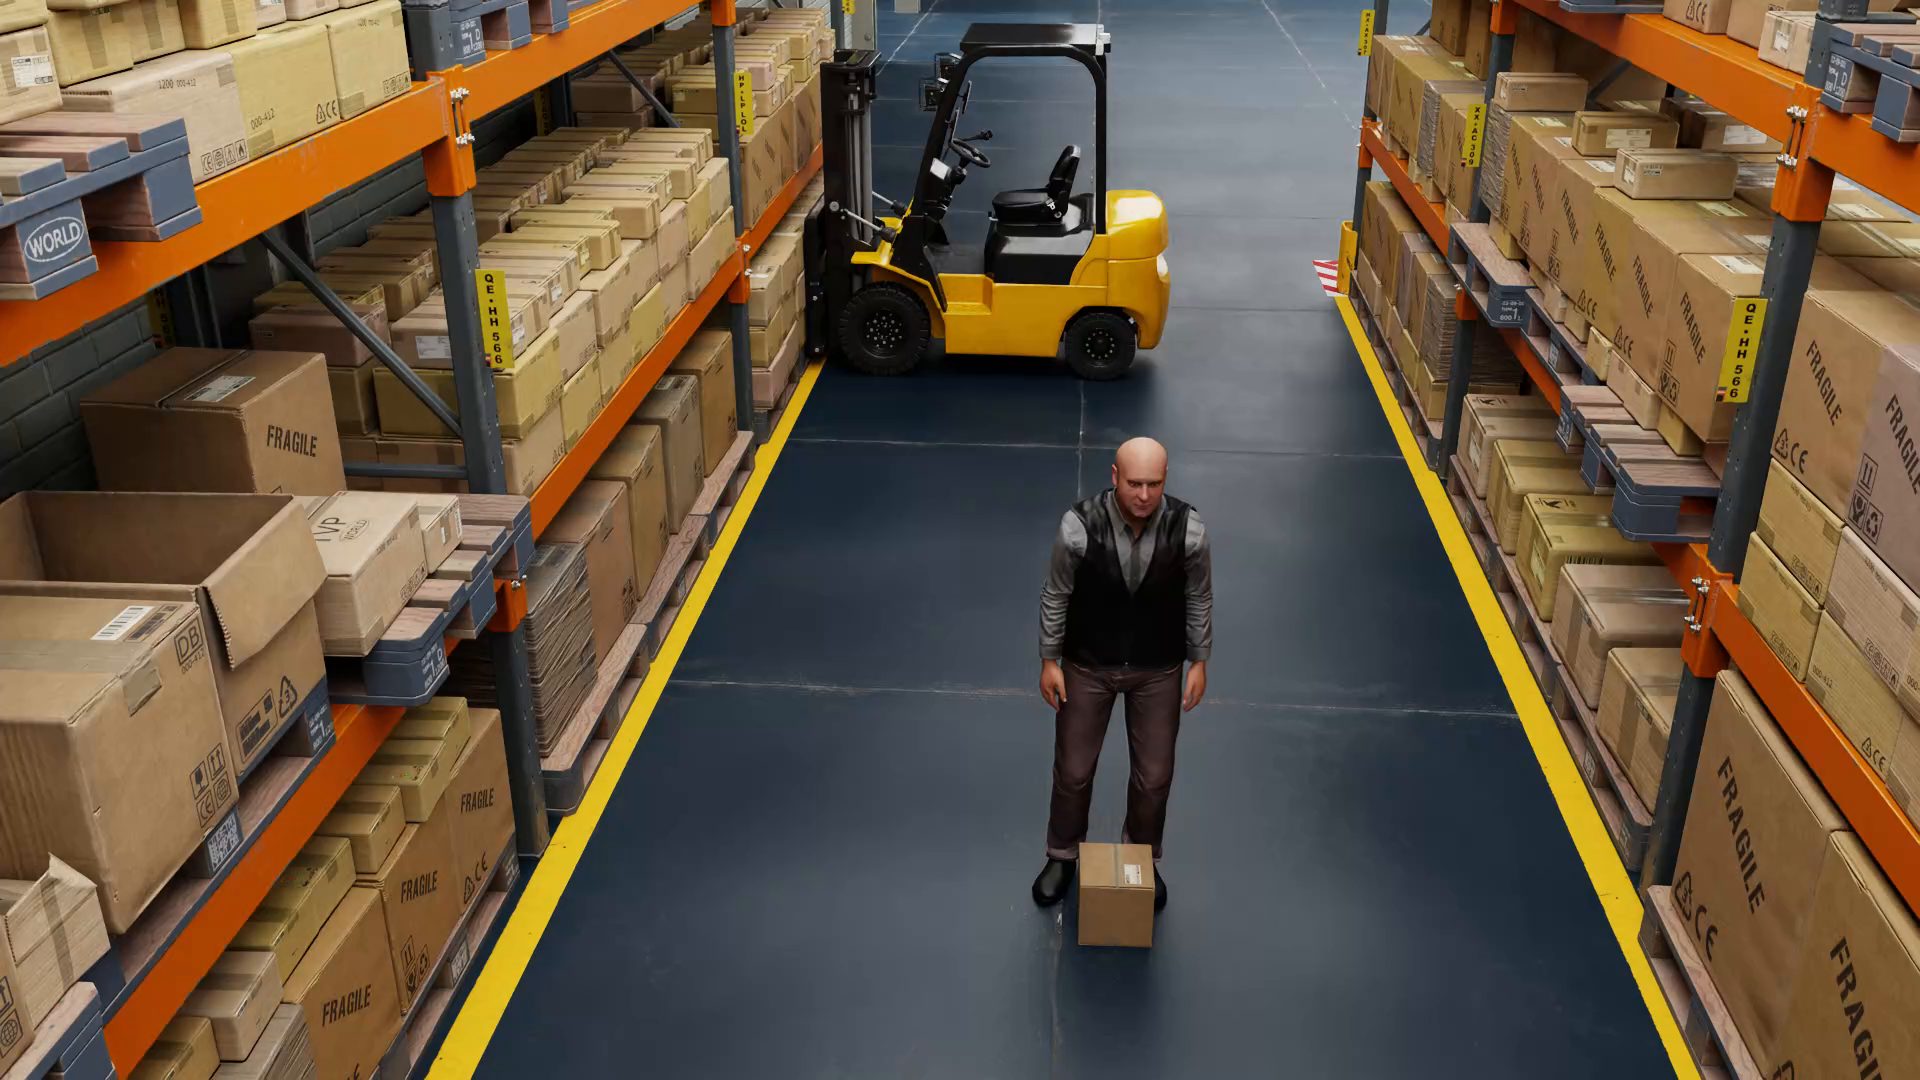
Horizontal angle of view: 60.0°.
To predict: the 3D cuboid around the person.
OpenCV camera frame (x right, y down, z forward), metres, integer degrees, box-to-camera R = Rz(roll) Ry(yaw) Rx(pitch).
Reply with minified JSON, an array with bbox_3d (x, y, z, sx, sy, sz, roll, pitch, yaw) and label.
[{"bbox_3d":[0.555,0.435,5.672,0.594,1.721,0.422,0,24,1],"label":"person"}]
